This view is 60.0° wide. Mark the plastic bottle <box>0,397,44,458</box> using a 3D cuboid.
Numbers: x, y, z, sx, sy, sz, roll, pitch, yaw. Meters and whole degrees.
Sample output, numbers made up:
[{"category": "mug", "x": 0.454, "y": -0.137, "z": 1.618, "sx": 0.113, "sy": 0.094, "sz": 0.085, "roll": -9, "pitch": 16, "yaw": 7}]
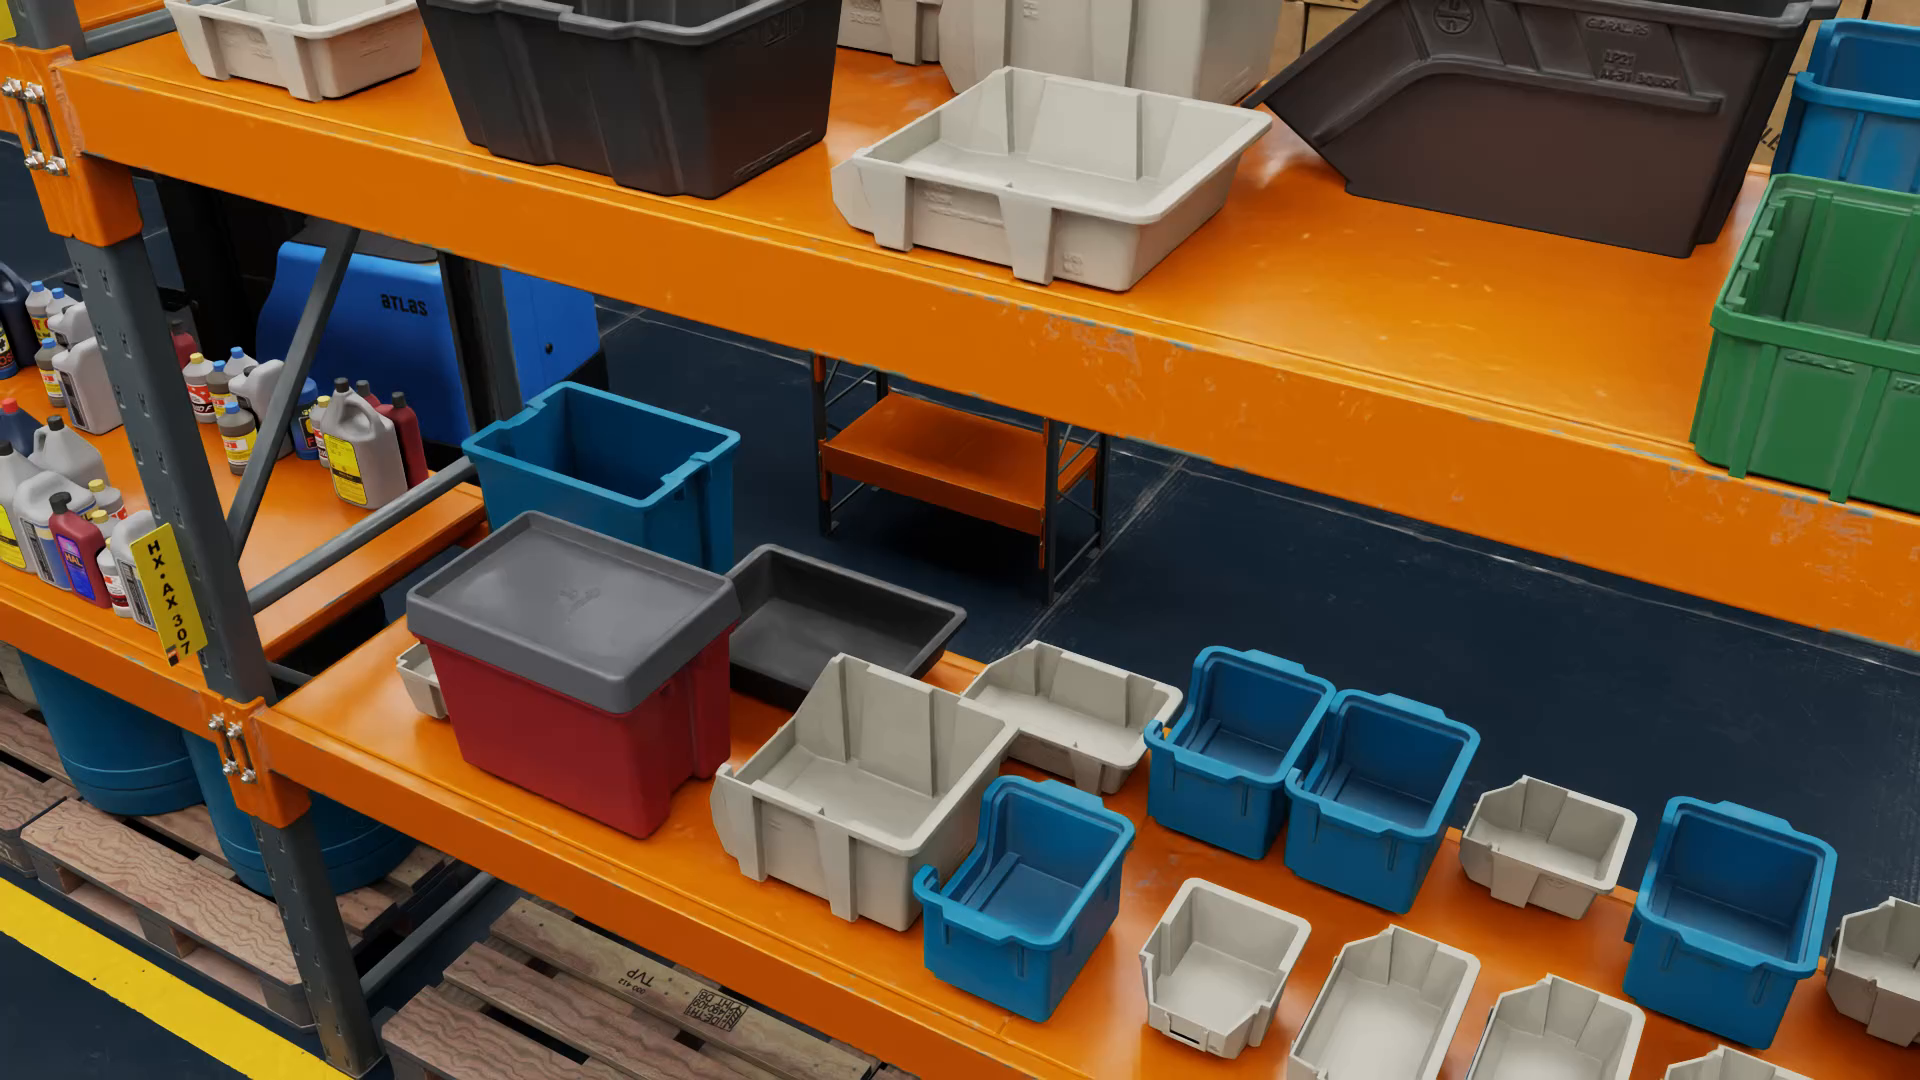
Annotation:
[{"category": "plastic bottle", "x": -2.491, "y": -0.222, "z": 4.422, "sx": 0.185, "sy": 0.351, "sz": 0.144, "roll": 18, "pitch": 37, "yaw": 24}]

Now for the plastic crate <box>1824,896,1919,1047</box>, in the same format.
[{"category": "plastic crate", "x": 1.743, "y": 0.803, "z": 3.021, "sx": 0.298, "sy": 0.136, "sz": 0.250, "roll": 18, "pitch": 37, "yaw": 24}]

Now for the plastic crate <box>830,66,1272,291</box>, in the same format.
[{"category": "plastic crate", "x": 0.114, "y": -0.515, "z": 2.349, "sx": 0.530, "sy": 0.136, "sz": 0.437, "roll": 18, "pitch": 37, "yaw": 24}]

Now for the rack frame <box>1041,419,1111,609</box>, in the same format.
[{"category": "rack frame", "x": 0.447, "y": -0.327, "z": 6.226, "sx": 0.032, "sy": 1.125, "sz": 0.500, "roll": 18, "pitch": 37, "yaw": 24}]

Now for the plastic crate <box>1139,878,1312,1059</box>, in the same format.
[{"category": "plastic crate", "x": 0.469, "y": 0.796, "z": 3.032, "sx": 0.250, "sy": 0.136, "sz": 0.298, "roll": 18, "pitch": 37, "yaw": 24}]

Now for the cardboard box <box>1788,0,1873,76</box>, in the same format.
[{"category": "cardboard box", "x": 3.078, "y": -2.037, "z": 6.110, "sx": 0.500, "sy": 0.500, "sz": 0.500, "roll": 19, "pitch": 38, "yaw": 26}]

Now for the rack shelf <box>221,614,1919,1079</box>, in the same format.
[{"category": "rack shelf", "x": 0.295, "y": 0.822, "z": 3.458, "sx": 4.000, "sy": 0.370, "sz": 1.077, "roll": 18, "pitch": 37, "yaw": 24}]

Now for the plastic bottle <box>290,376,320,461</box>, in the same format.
[{"category": "plastic bottle", "x": -1.858, "y": -0.366, "z": 4.710, "sx": 0.097, "sy": 0.271, "sz": 0.097, "roll": 0, "pitch": 34, "yaw": 0}]

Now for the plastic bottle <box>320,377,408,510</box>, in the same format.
[{"category": "plastic bottle", "x": -1.621, "y": -0.271, "z": 4.495, "sx": 0.185, "sy": 0.351, "sz": 0.144, "roll": 18, "pitch": 37, "yaw": 24}]

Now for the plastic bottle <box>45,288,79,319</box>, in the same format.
[{"category": "plastic bottle", "x": -2.747, "y": -0.648, "z": 5.133, "sx": 0.097, "sy": 0.271, "sz": 0.097, "roll": 0, "pitch": 34, "yaw": 0}]

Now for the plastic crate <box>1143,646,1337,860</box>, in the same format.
[{"category": "plastic crate", "x": 0.577, "y": 0.446, "z": 3.470, "sx": 0.300, "sy": 0.233, "sz": 0.416, "roll": 18, "pitch": 37, "yaw": 24}]

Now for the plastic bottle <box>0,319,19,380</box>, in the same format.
[{"category": "plastic bottle", "x": -2.987, "y": -0.632, "z": 5.109, "sx": 0.097, "sy": 0.271, "sz": 0.097, "roll": 0, "pitch": 34, "yaw": 0}]

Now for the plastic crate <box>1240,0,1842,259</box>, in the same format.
[{"category": "plastic crate", "x": 0.841, "y": -0.702, "z": 2.448, "sx": 0.767, "sy": 0.338, "sz": 0.504, "roll": 18, "pitch": 37, "yaw": 24}]

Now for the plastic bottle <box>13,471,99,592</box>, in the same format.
[{"category": "plastic bottle", "x": -2.261, "y": -0.029, "z": 4.199, "sx": 0.135, "sy": 0.276, "sz": 0.152, "roll": 18, "pitch": 37, "yaw": 24}]

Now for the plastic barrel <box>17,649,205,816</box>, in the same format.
[{"category": "plastic barrel", "x": -2.520, "y": 0.319, "z": 5.079, "sx": 0.708, "sy": 0.901, "sz": 0.600, "roll": 18, "pitch": 37, "yaw": 24}]

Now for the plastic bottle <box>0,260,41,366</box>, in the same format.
[{"category": "plastic bottle", "x": -2.965, "y": -0.735, "z": 5.192, "sx": 0.185, "sy": 0.351, "sz": 0.144, "roll": 18, "pitch": 37, "yaw": 24}]

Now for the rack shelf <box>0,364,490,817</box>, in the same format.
[{"category": "rack shelf", "x": -3.178, "y": -0.278, "z": 5.110, "sx": 4.000, "sy": 0.370, "sz": 1.077, "roll": 18, "pitch": 37, "yaw": 24}]

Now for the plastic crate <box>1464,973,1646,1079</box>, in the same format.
[{"category": "plastic crate", "x": 0.989, "y": 0.934, "z": 2.825, "sx": 0.243, "sy": 0.136, "sz": 0.396, "roll": 18, "pitch": 37, "yaw": 24}]

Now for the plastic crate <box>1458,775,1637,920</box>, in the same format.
[{"category": "plastic crate", "x": 1.154, "y": 0.617, "z": 3.302, "sx": 0.298, "sy": 0.136, "sz": 0.250, "roll": 18, "pitch": 37, "yaw": 24}]

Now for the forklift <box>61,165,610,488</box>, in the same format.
[{"category": "forklift", "x": -3.175, "y": -1.889, "z": 6.943, "sx": 3.031, "sy": 2.935, "sz": 1.130, "roll": 12, "pitch": 36, "yaw": 17}]

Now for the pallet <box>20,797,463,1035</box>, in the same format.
[{"category": "pallet", "x": -2.091, "y": 0.901, "z": 5.206, "sx": 1.213, "sy": 0.211, "sz": 1.003, "roll": 18, "pitch": 37, "yaw": 24}]

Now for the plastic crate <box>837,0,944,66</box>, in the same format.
[{"category": "plastic crate", "x": -0.148, "y": -0.999, "z": 3.076, "sx": 0.466, "sy": 0.136, "sz": 0.293, "roll": 18, "pitch": 37, "yaw": 24}]

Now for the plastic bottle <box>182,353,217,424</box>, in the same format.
[{"category": "plastic bottle", "x": -2.228, "y": -0.455, "z": 4.906, "sx": 0.097, "sy": 0.201, "sz": 0.097, "roll": 0, "pitch": 34, "yaw": 0}]

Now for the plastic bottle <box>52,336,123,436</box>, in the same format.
[{"category": "plastic bottle", "x": -2.534, "y": -0.468, "z": 4.858, "sx": 0.135, "sy": 0.276, "sz": 0.152, "roll": 18, "pitch": 37, "yaw": 24}]

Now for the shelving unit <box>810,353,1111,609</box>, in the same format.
[{"category": "shelving unit", "x": 0.006, "y": -0.466, "z": 6.435, "sx": 1.048, "sy": 1.125, "sz": 0.538, "roll": 18, "pitch": 37, "yaw": 24}]

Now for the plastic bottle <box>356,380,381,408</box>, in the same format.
[{"category": "plastic bottle", "x": -1.664, "y": -0.322, "z": 4.632, "sx": 0.133, "sy": 0.283, "sz": 0.061, "roll": 18, "pitch": 37, "yaw": 24}]

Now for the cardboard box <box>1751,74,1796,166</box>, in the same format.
[{"category": "cardboard box", "x": 3.086, "y": -1.625, "z": 6.393, "sx": 0.500, "sy": 0.500, "sz": 0.500, "roll": 18, "pitch": 38, "yaw": 25}]

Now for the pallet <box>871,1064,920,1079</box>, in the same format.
[{"category": "pallet", "x": 0.280, "y": 1.652, "z": 4.079, "sx": 1.213, "sy": 0.211, "sz": 1.003, "roll": 18, "pitch": 37, "yaw": 24}]

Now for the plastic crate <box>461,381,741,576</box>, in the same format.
[{"category": "plastic crate", "x": -0.867, "y": -0.081, "z": 4.126, "sx": 0.575, "sy": 0.384, "sz": 0.392, "roll": 18, "pitch": 37, "yaw": 24}]

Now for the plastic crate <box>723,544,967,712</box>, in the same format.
[{"category": "plastic crate", "x": -0.336, "y": 0.241, "z": 3.876, "sx": 0.590, "sy": 0.125, "sz": 0.437, "roll": 18, "pitch": 37, "yaw": 24}]

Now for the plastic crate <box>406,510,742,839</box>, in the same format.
[{"category": "plastic crate", "x": -0.791, "y": 0.287, "z": 3.500, "sx": 0.583, "sy": 0.464, "sz": 0.402, "roll": 18, "pitch": 37, "yaw": 24}]

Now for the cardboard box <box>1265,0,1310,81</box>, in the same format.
[{"category": "cardboard box", "x": 1.327, "y": -2.180, "z": 7.228, "sx": 0.500, "sy": 0.500, "sz": 0.500, "roll": 19, "pitch": 38, "yaw": 26}]

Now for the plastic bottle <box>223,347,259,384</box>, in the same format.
[{"category": "plastic bottle", "x": -2.059, "y": -0.430, "z": 4.806, "sx": 0.097, "sy": 0.271, "sz": 0.097, "roll": 0, "pitch": 34, "yaw": 0}]

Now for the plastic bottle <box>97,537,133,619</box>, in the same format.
[{"category": "plastic bottle", "x": -2.058, "y": 0.084, "z": 4.097, "sx": 0.097, "sy": 0.201, "sz": 0.097, "roll": 0, "pitch": 34, "yaw": 0}]

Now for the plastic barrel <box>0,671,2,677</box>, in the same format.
[{"category": "plastic barrel", "x": -3.501, "y": 0.138, "z": 5.633, "sx": 0.708, "sy": 0.588, "sz": 0.600, "roll": 18, "pitch": 37, "yaw": 24}]

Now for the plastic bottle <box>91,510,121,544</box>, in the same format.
[{"category": "plastic bottle", "x": -2.144, "y": 0.018, "z": 4.196, "sx": 0.097, "sy": 0.201, "sz": 0.097, "roll": 0, "pitch": 34, "yaw": 0}]

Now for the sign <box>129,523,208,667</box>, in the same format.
[{"category": "sign", "x": -1.716, "y": 0.122, "z": 3.611, "sx": 0.005, "sy": 0.325, "sz": 0.100, "roll": 18, "pitch": 37, "yaw": 24}]

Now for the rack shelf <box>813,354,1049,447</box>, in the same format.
[{"category": "rack shelf", "x": 0.006, "y": -0.710, "z": 6.273, "sx": 1.000, "sy": 0.278, "sz": 0.538, "roll": 18, "pitch": 37, "yaw": 24}]

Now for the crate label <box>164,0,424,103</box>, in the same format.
[{"category": "crate label", "x": -1.160, "y": -0.893, "z": 2.916, "sx": 0.466, "sy": 0.136, "sz": 0.293, "roll": 18, "pitch": 37, "yaw": 24}]
